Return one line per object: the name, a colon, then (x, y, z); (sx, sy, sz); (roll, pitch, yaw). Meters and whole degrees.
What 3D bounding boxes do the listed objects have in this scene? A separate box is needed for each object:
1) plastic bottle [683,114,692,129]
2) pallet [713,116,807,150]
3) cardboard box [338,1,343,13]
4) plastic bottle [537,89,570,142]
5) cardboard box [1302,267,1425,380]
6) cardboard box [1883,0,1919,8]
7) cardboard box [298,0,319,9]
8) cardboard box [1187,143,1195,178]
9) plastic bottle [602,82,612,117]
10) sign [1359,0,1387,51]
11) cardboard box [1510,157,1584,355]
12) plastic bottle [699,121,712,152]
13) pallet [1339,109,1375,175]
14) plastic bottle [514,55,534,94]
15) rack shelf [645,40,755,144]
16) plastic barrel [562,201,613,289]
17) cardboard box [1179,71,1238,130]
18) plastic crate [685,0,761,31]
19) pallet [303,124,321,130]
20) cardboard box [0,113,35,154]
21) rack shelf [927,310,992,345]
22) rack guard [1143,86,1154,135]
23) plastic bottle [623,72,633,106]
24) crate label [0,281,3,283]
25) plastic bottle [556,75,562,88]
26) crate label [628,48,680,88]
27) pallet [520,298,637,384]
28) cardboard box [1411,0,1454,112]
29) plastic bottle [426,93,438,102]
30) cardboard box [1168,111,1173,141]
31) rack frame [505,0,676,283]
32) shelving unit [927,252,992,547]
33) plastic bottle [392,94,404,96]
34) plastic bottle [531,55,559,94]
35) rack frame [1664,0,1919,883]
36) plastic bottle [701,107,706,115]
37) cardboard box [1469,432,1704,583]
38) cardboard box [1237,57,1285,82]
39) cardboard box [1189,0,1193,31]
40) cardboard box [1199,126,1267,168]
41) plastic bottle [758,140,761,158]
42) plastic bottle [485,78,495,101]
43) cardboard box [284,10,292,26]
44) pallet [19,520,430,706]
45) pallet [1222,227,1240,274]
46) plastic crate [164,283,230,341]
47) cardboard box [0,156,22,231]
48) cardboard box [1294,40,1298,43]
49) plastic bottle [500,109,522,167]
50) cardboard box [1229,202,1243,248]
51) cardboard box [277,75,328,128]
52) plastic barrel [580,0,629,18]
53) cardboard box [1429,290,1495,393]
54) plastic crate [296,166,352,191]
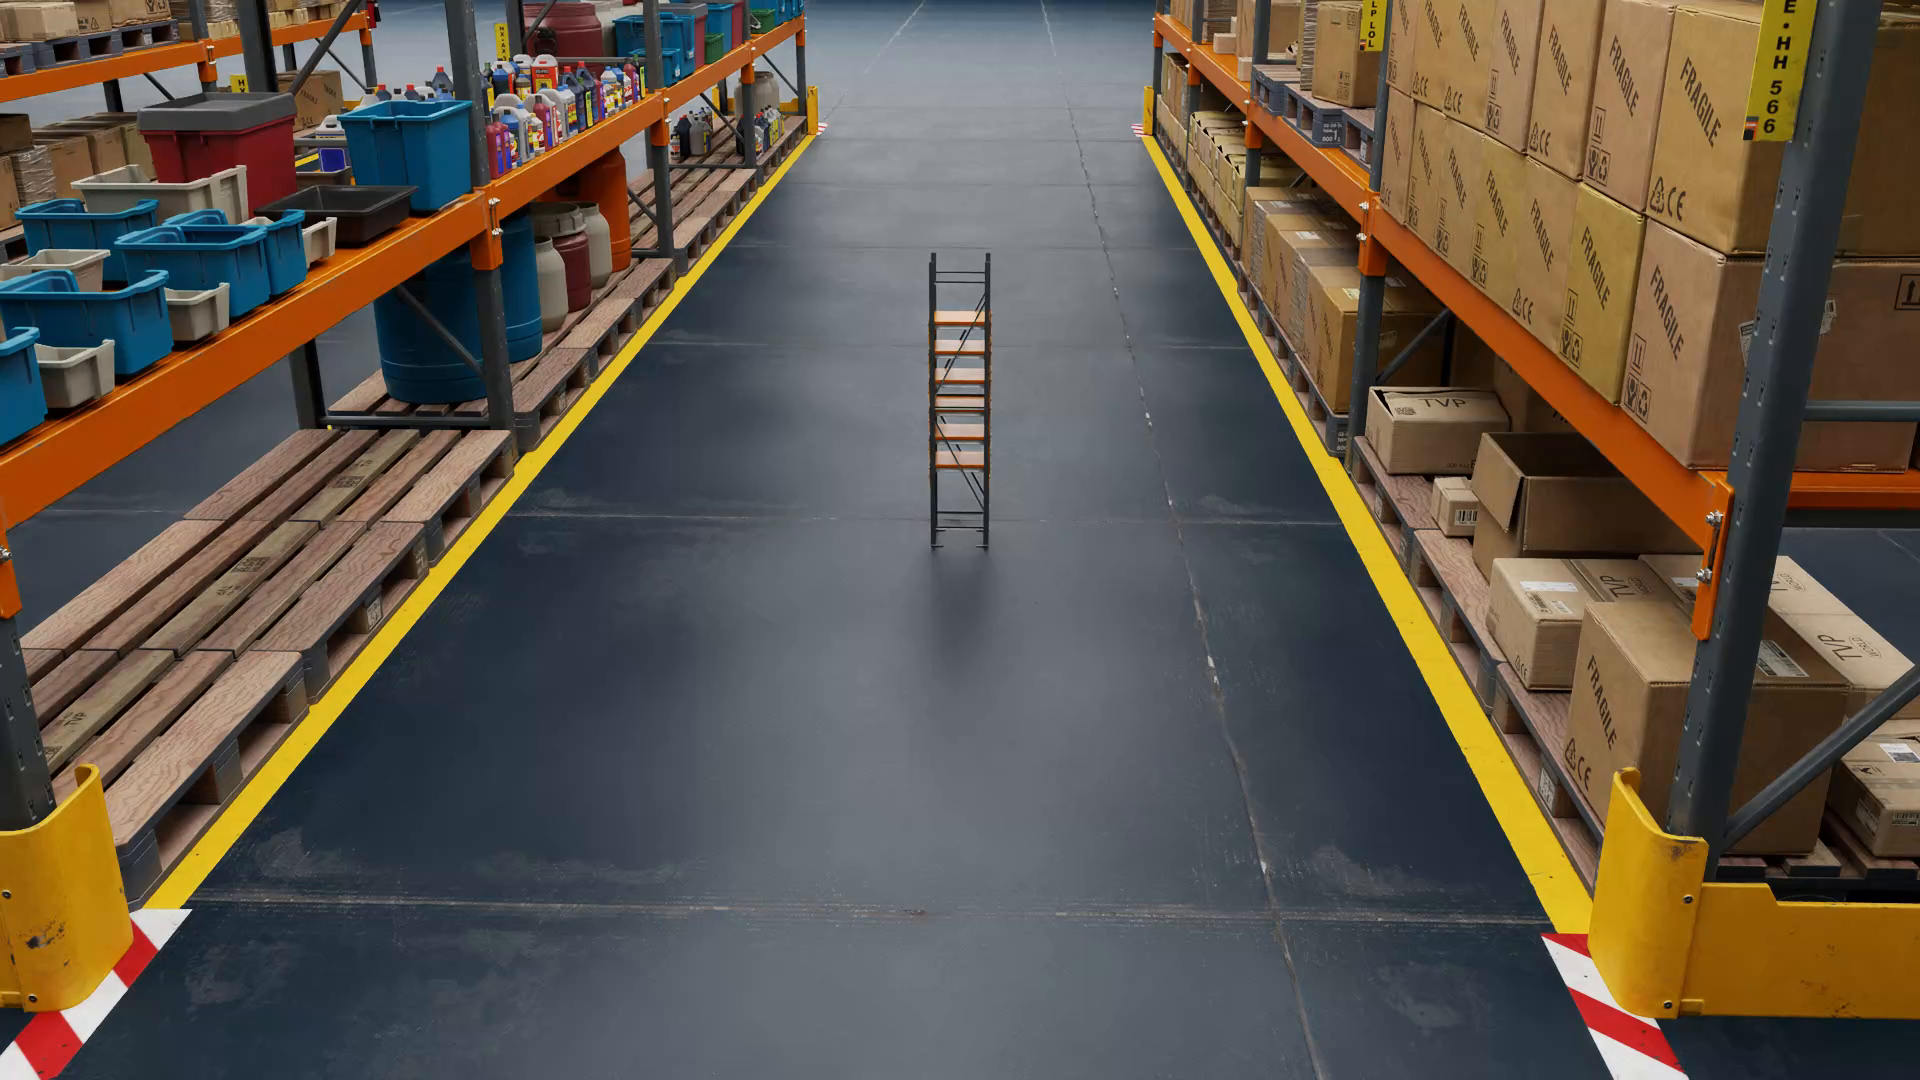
plastic bottle: (-2.647, -3.937, 16.081); (0.144, 0.351, 0.185); (0, 21, -1)
pallet: (-2.248, -4.486, 18.298); (1.003, 0.211, 1.213); (1, 21, 2)
cardboard box: (-7.024, -5.849, 18.304); (0.380, 0.149, 0.250); (1, 21, 2)
plastic bottle: (-2.198, -2.292, 8.962); (0.152, 0.276, 0.135); (1, 21, 2)
cardboard box: (2.075, -1.113, 8.597); (0.500, 0.500, 0.500); (1, 21, 2)
cardboard box: (2.487, -1.126, 4.263); (0.500, 0.500, 0.500); (1, 21, 2)
cardboard box: (-7.212, -5.786, 17.245); (0.875, 0.500, 0.500); (1, 21, 2)
cardboard box: (2.306, -3.376, 14.803); (0.500, 0.250, 0.500); (0, 21, 0)
plastic bottle: (-2.139, -2.635, 9.948); (0.097, 0.201, 0.097); (0, 21, 0)
sign: (1.768, -2.257, 7.099); (0.100, 0.325, 0.005); (1, 21, 2)
cardboard box: (1.976, -0.846, 4.924); (0.500, 0.500, 0.500); (1, 21, 2)
plastic bottle: (-2.499, -3.909, 16.114); (0.152, 0.276, 0.135); (1, 21, 2)
pallet: (2.456, -1.911, 8.072); (1.003, 0.211, 1.213); (1, 21, 2)
plastic bottle: (-2.843, -3.004, 10.796); (0.152, 0.276, 0.135); (1, 21, 2)
rack shelf: (-2.446, -3.602, 13.161); (1.077, 0.370, 4.000); (1, 21, 2)
plastic barrel: (-2.432, -1.868, 10.556); (0.421, 0.512, 0.421); (0, 21, 0)
cardboard box: (2.389, -4.219, 15.941); (0.500, 0.500, 0.500); (1, 21, 2)
plastic crate: (-2.242, -4.820, 15.390); (0.767, 0.338, 0.504); (1, 21, 2)
pallet: (-7.276, -4.541, 18.440); (1.003, 0.211, 1.213); (1, 21, 2)
cardboard box: (-7.461, -3.093, 12.665); (0.500, 0.250, 0.500); (3, 21, 8)
rack shelf: (0.000, -0.859, 6.711); (0.258, 0.103, 0.180); (1, 21, 2)
rack guard: (2.689, -4.895, 18.953); (1.175, 0.500, 0.348); (1, 21, 2)
plastic bottle: (-2.121, -2.846, 10.492); (0.097, 0.201, 0.097); (0, 21, 0)
crate label: (-2.899, -0.730, 5.044); (0.396, 0.136, 0.243); (1, 21, 2)
plastic bottle: (-2.277, -2.531, 9.566); (0.061, 0.283, 0.133); (1, 21, 2)
crate label: (-2.119, -3.285, 11.580); (0.303, 0.233, 0.416); (1, 21, 2)
pallet: (-2.529, -1.189, 9.802); (1.003, 0.211, 1.213); (1, 21, 2)
cardboard box: (2.012, -1.872, 6.185); (0.500, 0.500, 0.500); (0, 21, 0)
plastic bottle: (-2.783, -2.223, 8.789); (0.097, 0.271, 0.097); (0, 21, 0)
cardboard box: (2.402, -4.232, 17.008); (0.500, 0.250, 0.500); (1, 21, 2)
rack frame: (-2.506, -3.215, 11.167); (1.000, 3.000, 0.127); (1, 21, 2)
shelving unit: (0.000, -0.565, 6.825); (0.258, 1.200, 0.189); (1, 21, 2)
plastic bottle: (-2.913, -2.171, 8.649); (0.152, 0.276, 0.135); (1, 21, 2)
plastic bottle: (-2.691, -3.002, 10.791); (0.152, 0.276, 0.135); (1, 21, 2)
rack frame: (2.201, -0.266, 3.569); (1.000, 3.000, 0.127); (1, 21, 2)
plastic bottle: (-2.655, -4.312, 17.143); (0.061, 0.283, 0.133); (1, 21, 3)
cardboard box: (2.271, -0.075, 5.917); (0.797, 0.503, 0.637); (1, 21, 2)
cardboard box: (2.196, -3.370, 11.915); (0.380, 0.149, 0.250); (1, 21, 2)
cardboard box: (2.602, -5.184, 16.105); (0.700, 0.500, 0.500); (1, 21, 2)
cardboard box: (2.270, -3.266, 13.744); (0.500, 0.311, 0.500); (0, 21, 0)
plastic bottle: (-1.934, -3.709, 15.701); (0.097, 0.201, 0.097); (0, 21, 0)
plastic bottle: (-2.892, -2.712, 10.147); (0.097, 0.201, 0.097); (0, 21, 0)
cardboard box: (-7.034, -5.306, 16.905); (0.380, 0.149, 0.250); (1, 21, 2)
pallet: (-2.646, 0.240, 6.118); (1.003, 0.211, 1.213); (1, 21, 2)
pallet: (2.509, -2.156, 12.294); (1.003, 0.211, 1.213); (1, 21, 2)
plastic crate: (-2.300, -0.673, 4.899); (0.250, 0.136, 0.298); (1, 21, 2)
cardboard box: (-7.457, -2.551, 12.305); (0.700, 0.500, 0.500); (0, 21, -1)
cardboard box: (2.665, -3.439, 11.867); (0.500, 0.311, 0.500); (0, 21, 1)
plastic bottle: (-2.198, -1.962, 8.116); (0.097, 0.271, 0.097); (0, 21, 0)
cardboard box: (2.217, -2.266, 11.942); (0.500, 0.250, 0.500); (1, 21, 3)
cardboard box: (-7.233, -4.750, 17.999); (0.500, 0.500, 0.500); (6, 22, 16)
plastic barrel: (-2.676, -3.793, 12.504); (0.421, 0.512, 0.421); (0, 21, 0)
cardboard box: (2.581, -0.925, 8.112); (0.500, 0.500, 0.500); (0, 21, -1)
plastic crate: (-2.785, -1.507, 7.047); (0.396, 0.136, 0.243); (1, 21, 2)
